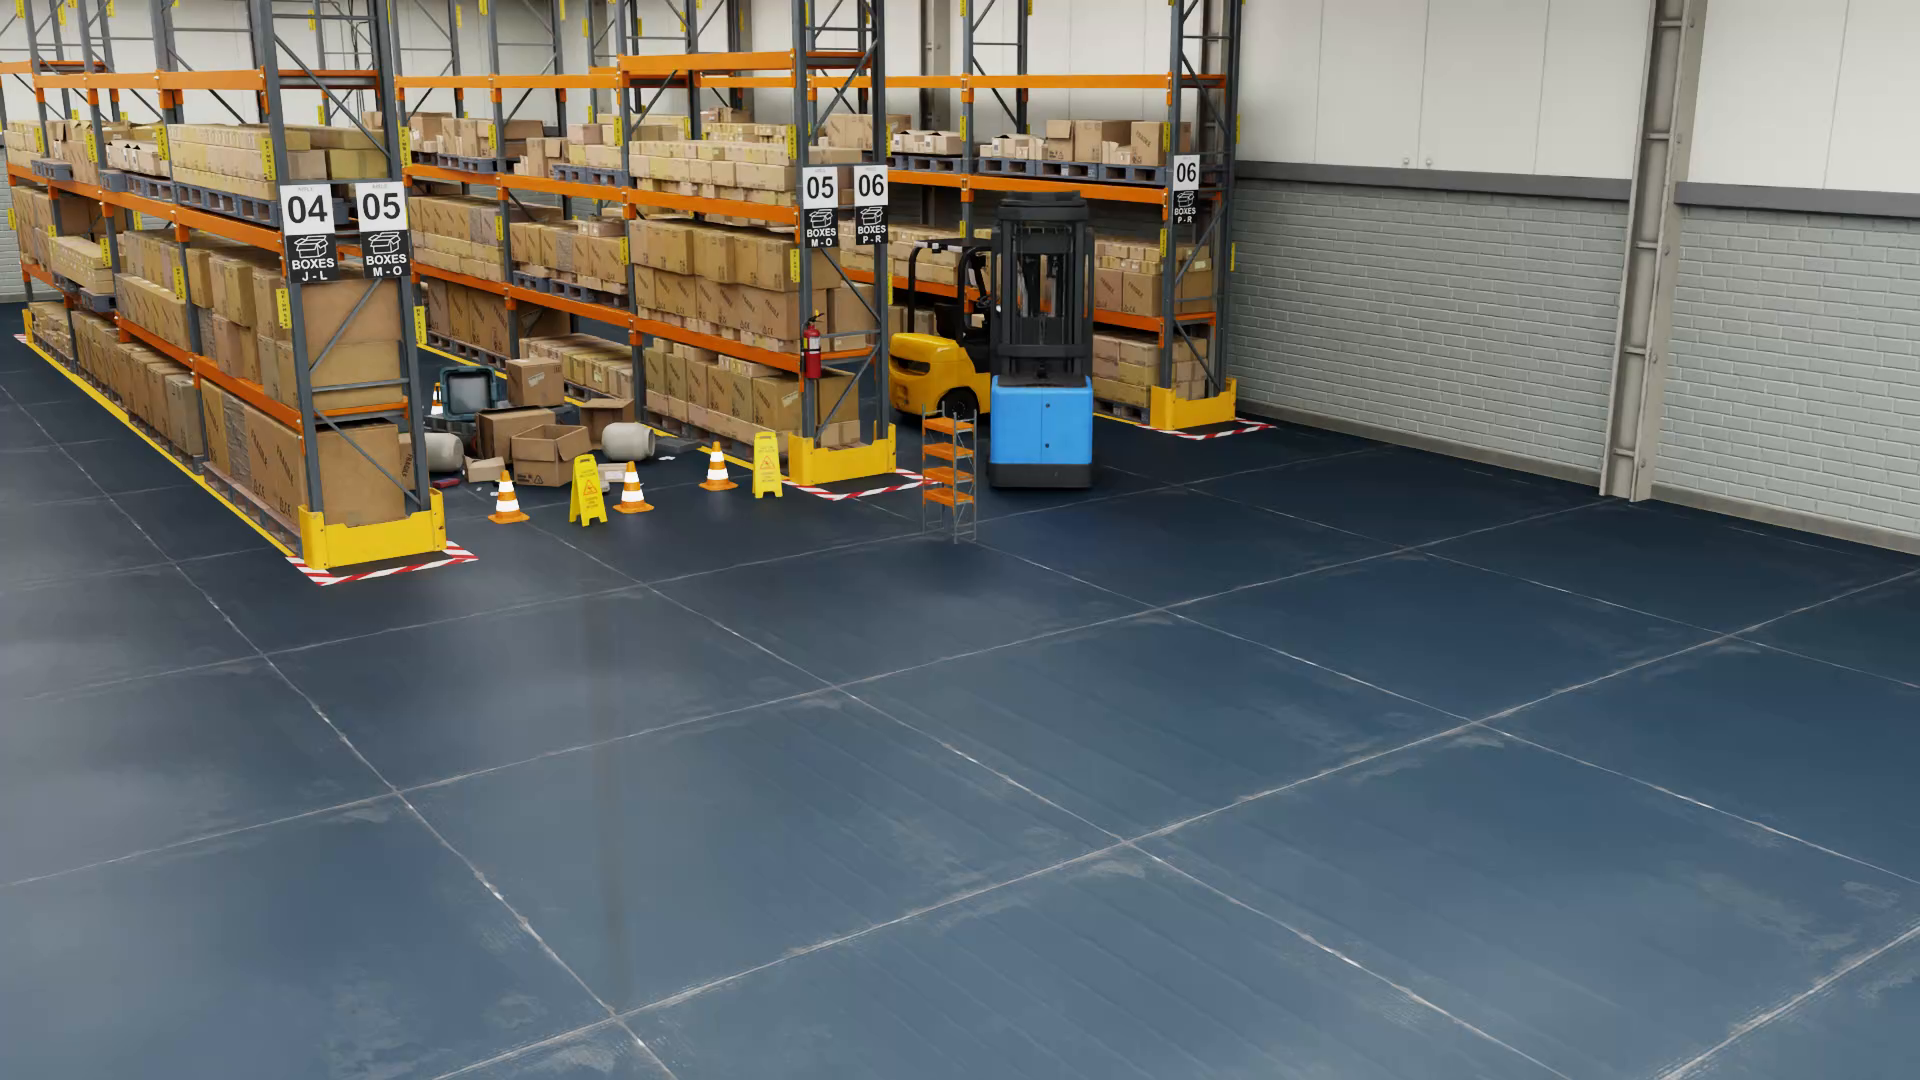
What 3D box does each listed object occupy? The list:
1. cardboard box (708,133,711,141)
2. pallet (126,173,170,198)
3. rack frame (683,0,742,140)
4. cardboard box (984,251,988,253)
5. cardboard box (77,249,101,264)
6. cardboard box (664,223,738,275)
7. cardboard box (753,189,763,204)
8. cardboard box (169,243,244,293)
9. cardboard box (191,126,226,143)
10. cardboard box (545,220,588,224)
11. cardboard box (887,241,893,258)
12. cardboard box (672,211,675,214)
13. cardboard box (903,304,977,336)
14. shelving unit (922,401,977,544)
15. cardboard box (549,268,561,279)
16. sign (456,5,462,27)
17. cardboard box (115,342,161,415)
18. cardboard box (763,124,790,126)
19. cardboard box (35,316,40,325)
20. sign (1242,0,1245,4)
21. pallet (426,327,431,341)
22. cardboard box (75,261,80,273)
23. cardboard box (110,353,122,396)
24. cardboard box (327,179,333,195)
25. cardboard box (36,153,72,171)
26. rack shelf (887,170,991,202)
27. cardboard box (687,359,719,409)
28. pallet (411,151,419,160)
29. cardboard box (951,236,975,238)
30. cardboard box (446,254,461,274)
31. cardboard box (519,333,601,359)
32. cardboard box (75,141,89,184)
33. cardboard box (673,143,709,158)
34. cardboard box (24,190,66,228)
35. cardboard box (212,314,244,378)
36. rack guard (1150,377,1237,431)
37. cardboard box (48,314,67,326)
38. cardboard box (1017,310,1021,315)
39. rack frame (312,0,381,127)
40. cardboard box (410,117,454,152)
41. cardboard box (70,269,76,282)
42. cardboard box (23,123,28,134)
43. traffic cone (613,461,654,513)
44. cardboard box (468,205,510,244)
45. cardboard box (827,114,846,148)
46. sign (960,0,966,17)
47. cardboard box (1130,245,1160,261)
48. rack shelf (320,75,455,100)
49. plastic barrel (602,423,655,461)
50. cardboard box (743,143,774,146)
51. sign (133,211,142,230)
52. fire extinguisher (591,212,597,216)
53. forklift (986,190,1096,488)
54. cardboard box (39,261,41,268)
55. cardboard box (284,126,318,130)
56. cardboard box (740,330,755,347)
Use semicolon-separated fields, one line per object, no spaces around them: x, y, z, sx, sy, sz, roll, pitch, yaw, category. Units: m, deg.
-4.023;-6.793;28.023;0.380;0.149;0.250;-11;19;-34;cardboard box
-8.753;-4.015;18.738;1.003;0.211;1.213;-10;18;-32;pallet
-4.229;-8.336;28.485;1.000;3.000;0.127;-11;19;-35;rack frame
0.449;-3.986;22.539;0.380;0.149;0.250;-11;19;-35;cardboard box
-10.954;-3.595;21.082;0.380;0.149;0.250;-10;18;-33;cardboard box
-2.899;-3.285;18.749;0.700;0.500;0.500;-11;19;-36;cardboard box
-1.924;-3.577;17.256;0.380;0.149;0.250;-10;18;-33;cardboard box
-8.084;-2.918;17.971;0.700;0.500;0.500;-11;19;-35;cardboard box
-6.943;-3.786;15.524;0.380;0.149;0.250;-11;19;-34;cardboard box
-5.398;-4.157;23.034;0.500;0.500;0.500;-12;19;-36;cardboard box
-0.907;-4.297;24.431;0.500;0.250;0.500;-11;19;-34;cardboard box
-5.199;-5.982;30.970;0.500;0.250;0.500;-11;19;-35;cardboard box
-0.291;-3.067;24.304;0.875;0.625;0.625;-11;19;-35;cardboard box
-0.097;-0.614;15.047;0.258;1.200;0.503;-11;19;-35;shelving unit
-5.237;-3.567;22.108;0.380;0.149;0.250;-10;18;-31;cardboard box
-7.810;-8.140;25.850;0.100;0.325;0.005;-11;19;-35;sign
-9.550;-2.000;20.168;1.050;0.750;0.750;-11;19;-35;cardboard box
-3.031;-6.791;27.451;0.380;0.149;0.250;-10;18;-33;cardboard box
-14.323;-3.487;26.175;0.380;0.149;0.250;-11;19;-35;cardboard box
3.279;-6.385;19.289;0.100;0.325;0.005;-11;19;-35;sign
-8.626;-3.500;27.465;1.003;0.211;1.213;-11;19;-35;pallet
-11.100;-3.506;21.320;0.380;0.149;0.250;-11;19;-35;cardboard box
-10.433;-2.123;21.092;0.500;0.500;0.500;-11;19;-35;cardboard box
-5.371;-3.126;14.623;0.380;0.149;0.250;-11;19;-34;cardboard box
-12.694;-5.318;23.427;0.500;0.250;0.500;-10;18;-33;cardboard box
-0.701;-5.261;24.295;1.077;0.370;4.000;-11;19;-35;rack shelf
-2.782;-1.809;18.996;0.500;0.500;0.500;-10;18;-32;cardboard box
-8.715;-6.251;26.719;1.003;0.211;1.213;-11;19;-35;pallet
0.094;-4.133;23.077;0.380;0.149;0.250;-10;18;-33;cardboard box
-7.317;-4.133;24.779;0.500;0.250;0.500;-11;19;-35;cardboard box
-5.566;-2.629;23.183;0.950;0.372;0.625;-12;20;-38;cardboard box
-10.681;-4.709;20.727;0.500;0.500;0.500;-11;19;-35;cardboard box
-2.973;-4.341;18.536;0.380;0.149;0.250;-12;19;-36;cardboard box
-13.597;-4.942;24.805;0.500;0.500;0.500;-12;19;-36;cardboard box
-6.692;-1.920;16.126;0.875;0.550;0.550;-11;19;-35;cardboard box
2.841;-1.669;20.226;1.175;0.500;0.348;-11;19;-35;rack guard
-13.433;-3.298;24.921;0.380;0.149;0.250;-12;19;-36;cardboard box
0.920;-3.017;22.937;0.500;0.250;0.500;-10;18;-33;cardboard box
-10.594;-8.418;28.788;1.000;3.000;0.127;-11;19;-35;rack frame
-7.959;-6.135;25.142;0.500;0.500;0.500;-11;19;-36;cardboard box
-11.409;-3.474;21.769;0.380;0.149;0.250;-12;19;-37;cardboard box
-13.373;-5.985;24.162;0.380;0.149;0.250;-11;19;-35;cardboard box
-3.181;-0.531;16.141;0.336;0.463;0.334;-11;19;-35;traffic cone
-6.714;-4.525;23.844;0.500;0.500;0.500;-10;18;-34;cardboard box
-1.649;-6.141;24.975;0.500;0.500;0.500;-11;19;-34;cardboard box
0.043;-7.029;21.793;0.100;0.325;0.005;-11;19;-35;sign
2.275;-3.476;20.111;0.380;0.149;0.250;-11;19;-34;cardboard box
-9.418;-7.451;27.375;1.077;0.370;4.000;-11;19;-35;rack shelf
-3.626;-1.072;18.190;0.512;0.421;0.421;1;15;4;plastic barrel
-2.187;-4.323;18.471;0.380;0.149;0.250;-11;19;-34;cardboard box
-11.740;-4.526;23.738;0.100;0.325;0.005;-11;19;-35;sign
-7.042;-6.039;32.310;0.296;0.674;0.183;-11;19;-35;fire extinguisher
0.873;-2.273;17.829;1.130;2.935;3.031;1;15;2;forklift
-13.790;-4.227;25.314;0.380;0.149;0.250;-11;19;-36;cardboard box
-6.117;-3.781;15.506;0.380;0.149;0.250;-11;19;-34;cardboard box
-2.127;-2.179;17.831;0.380;0.149;0.250;-10;18;-34;cardboard box
